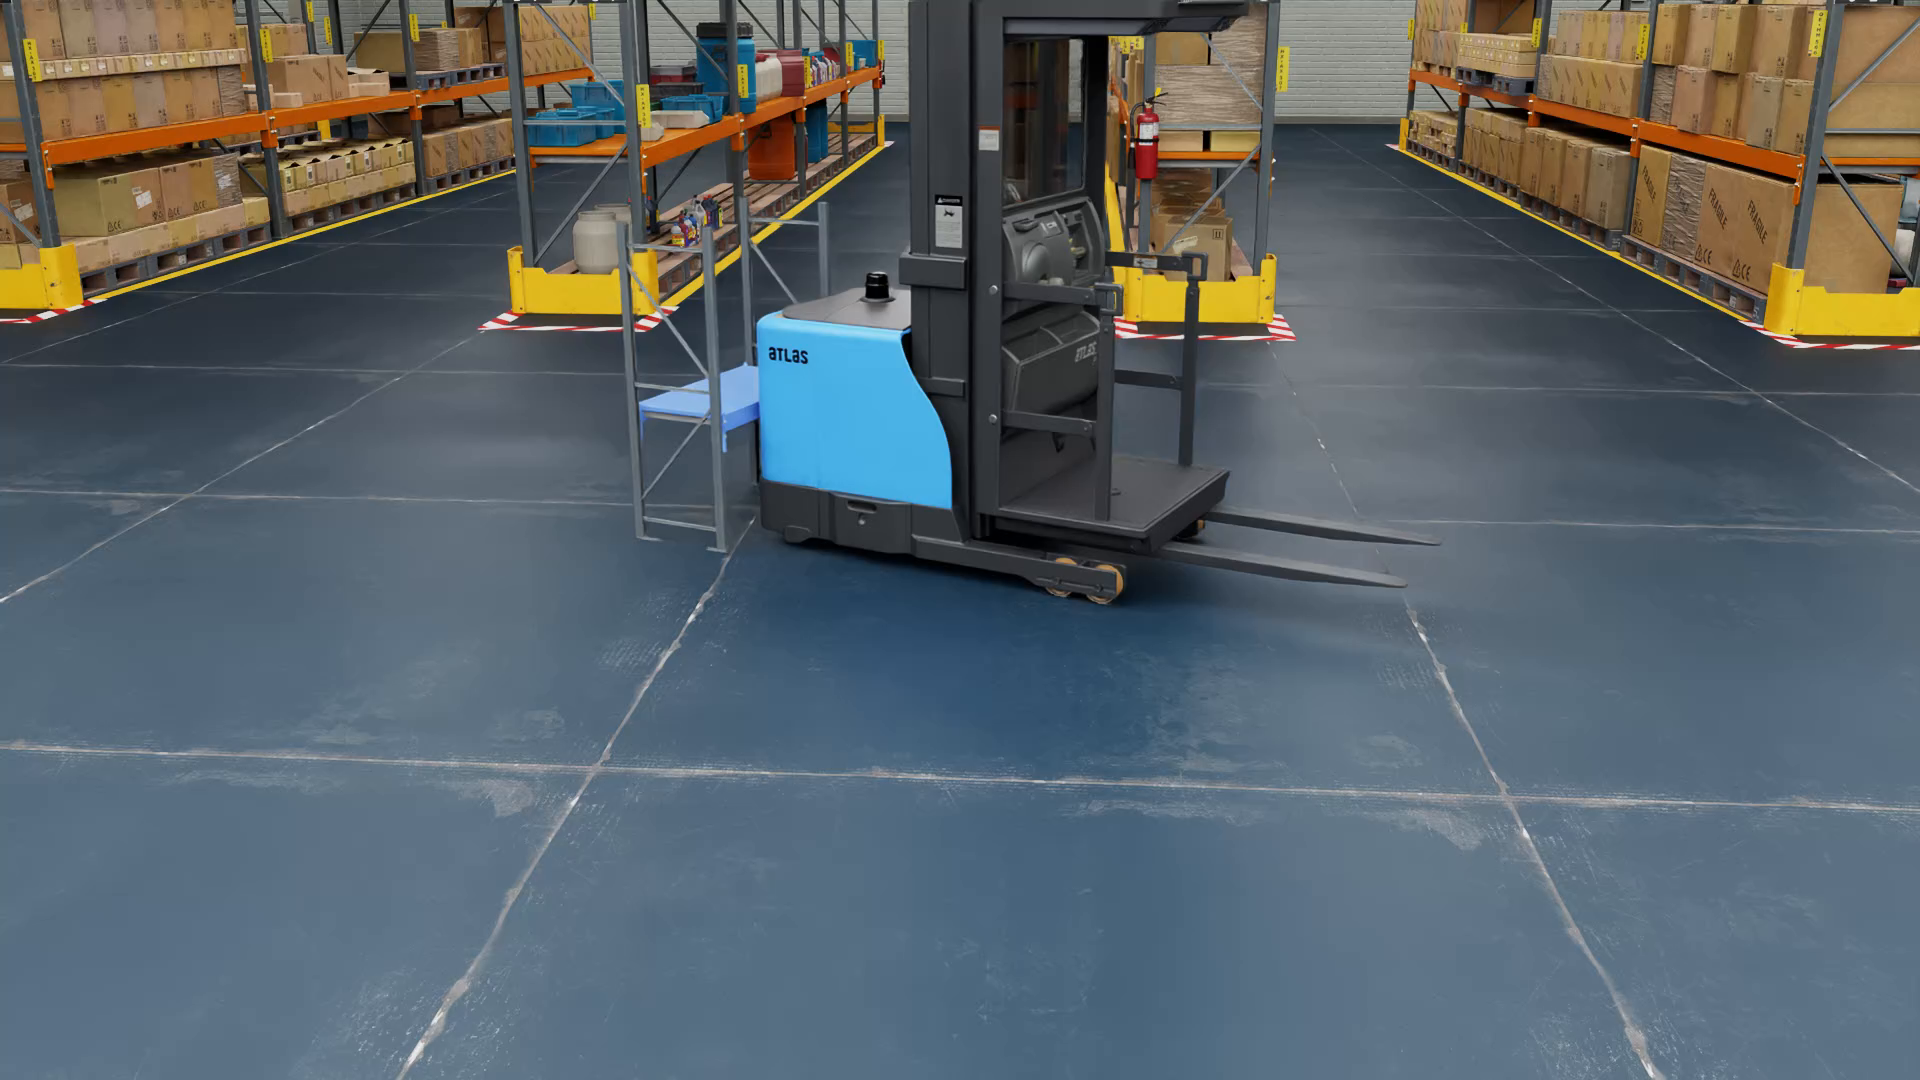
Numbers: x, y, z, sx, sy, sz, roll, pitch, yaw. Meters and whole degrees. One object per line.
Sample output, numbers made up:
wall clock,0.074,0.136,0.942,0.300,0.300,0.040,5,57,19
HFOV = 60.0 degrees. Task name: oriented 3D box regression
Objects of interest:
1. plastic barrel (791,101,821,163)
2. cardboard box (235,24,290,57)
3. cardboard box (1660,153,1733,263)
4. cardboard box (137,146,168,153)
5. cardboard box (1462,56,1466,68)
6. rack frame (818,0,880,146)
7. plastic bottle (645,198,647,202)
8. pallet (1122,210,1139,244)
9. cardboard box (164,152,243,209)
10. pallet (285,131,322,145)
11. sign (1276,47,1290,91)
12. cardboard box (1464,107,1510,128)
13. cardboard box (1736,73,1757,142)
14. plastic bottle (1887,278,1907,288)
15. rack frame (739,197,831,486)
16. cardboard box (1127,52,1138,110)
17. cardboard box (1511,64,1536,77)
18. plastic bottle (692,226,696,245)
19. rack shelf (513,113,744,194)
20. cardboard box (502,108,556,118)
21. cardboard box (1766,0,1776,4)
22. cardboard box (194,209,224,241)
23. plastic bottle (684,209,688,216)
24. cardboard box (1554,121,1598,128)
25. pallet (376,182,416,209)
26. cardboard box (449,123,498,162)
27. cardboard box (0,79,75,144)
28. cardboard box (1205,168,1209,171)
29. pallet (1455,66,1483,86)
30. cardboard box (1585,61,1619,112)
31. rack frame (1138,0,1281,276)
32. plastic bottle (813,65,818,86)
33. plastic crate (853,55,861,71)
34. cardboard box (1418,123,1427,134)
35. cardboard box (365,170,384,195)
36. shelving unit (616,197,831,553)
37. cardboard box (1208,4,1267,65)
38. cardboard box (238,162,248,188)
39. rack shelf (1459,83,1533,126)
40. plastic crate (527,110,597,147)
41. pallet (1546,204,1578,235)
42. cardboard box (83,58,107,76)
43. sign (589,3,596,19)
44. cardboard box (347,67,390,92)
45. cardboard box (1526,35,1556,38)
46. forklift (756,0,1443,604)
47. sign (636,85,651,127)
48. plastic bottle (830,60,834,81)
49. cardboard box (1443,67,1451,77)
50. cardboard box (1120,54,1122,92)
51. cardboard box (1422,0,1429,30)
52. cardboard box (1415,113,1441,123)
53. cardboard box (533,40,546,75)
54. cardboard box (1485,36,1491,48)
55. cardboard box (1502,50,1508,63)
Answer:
plastic barrel,-2.282,-5.834,23.605,0.600,0.901,0.708,1,18,4
cardboard box,-11.837,-8.241,27.774,0.980,0.700,0.700,1,18,3
cardboard box,6.956,-2.998,14.995,0.875,0.875,0.875,1,18,4
cardboard box,-12.034,-5.938,24.006,0.750,0.750,0.750,2,18,6
cardboard box,7.204,-6.649,23.126,0.380,0.149,0.250,2,18,5
rack frame,-1.888,-8.262,28.320,1.000,3.000,0.127,1,18,4
plastic bottle,-3.209,-3.358,17.030,0.097,0.271,0.097,0,18,0
pallet,2.246,-3.341,17.781,1.003,0.211,1.213,1,18,4
cardboard box,-7.551,-3.592,16.606,0.500,0.500,0.500,1,18,4
pallet,-11.749,-6.908,28.666,1.003,0.211,1.213,1,18,4
sign,2.446,-3.582,12.646,0.100,0.325,0.005,1,18,4
cardboard box,7.389,-5.912,23.282,0.500,0.250,0.500,0,18,1
cardboard box,7.009,-3.570,13.760,0.875,0.550,0.550,1,18,4
plastic bottle,8.422,-2.295,14.829,0.283,0.061,0.133,-5,19,-15
rack frame,-0.877,-0.975,8.488,0.500,1.500,0.032,8,20,24
cardboard box,2.027,-4.321,15.653,0.875,0.500,0.500,1,18,4
cardboard box,6.995,-5.768,20.439,0.380,0.149,0.250,2,18,5
plastic bottle,-2.556,-2.897,15.733,0.097,0.201,0.097,0,18,0
rack shelf,-2.892,-3.572,15.163,1.077,0.370,4.000,1,18,4
cardboard box,-6.986,-6.738,26.971,0.797,0.503,0.637,1,18,4
cardboard box,12.482,-8.176,25.251,0.380,0.149,0.250,1,18,3
cardboard box,-7.571,-3.080,16.247,0.500,0.250,0.500,1,18,4
plastic bottle,-2.648,-3.081,16.165,0.061,0.283,0.133,1,18,4
cardboard box,7.709,-5.102,20.811,0.500,0.250,0.500,0,18,1
pallet,-7.500,-4.309,20.735,1.003,0.211,1.213,1,18,4
cardboard box,-6.945,-5.684,23.760,0.500,0.500,0.500,2,18,5
cardboard box,-7.929,-3.597,13.922,0.700,0.500,0.500,1,18,4
cardboard box,2.310,-3.784,17.961,0.700,0.500,0.500,1,18,4
pallet,7.505,-6.442,23.073,1.003,0.211,1.213,1,18,4
cardboard box,6.975,-4.812,17.630,0.500,0.500,0.500,1,18,4
rack frame,1.905,-3.182,12.817,1.000,3.000,0.127,1,18,4
plastic bottle,-2.009,-6.276,22.459,0.152,0.276,0.135,1,18,4
plastic crate,-1.780,-7.567,26.373,0.416,0.233,0.300,1,18,4
cardboard box,7.567,-6.600,26.673,0.380,0.149,0.250,2,18,6
cardboard box,-7.269,-4.297,19.961,0.500,0.250,0.500,2,18,5
shelving unit,-1.095,-0.832,8.052,0.538,1.500,1.048,8,20,24
cardboard box,2.216,-4.011,13.103,0.500,0.500,0.500,1,18,4
cardboard box,-7.946,-3.938,17.966,0.500,0.311,0.500,1,18,4
rack shelf,7.562,-5.804,21.974,1.077,0.370,4.000,1,18,4
plastic crate,-3.298,-3.384,13.673,0.499,0.251,0.616,1,18,4
pallet,7.197,-3.579,18.505,1.003,0.211,1.213,1,18,4
cardboard box,-7.677,-4.115,14.462,0.380,0.149,0.250,1,18,3
sign,-6.276,-9.056,28.375,0.100,0.325,0.005,1,18,4
cardboard box,-7.472,-5.735,20.751,0.500,0.311,0.500,2,18,7
cardboard box,7.793,-6.679,22.264,0.380,0.149,0.250,1,18,2
forklift,0.598,-1.309,7.210,3.031,2.935,1.130,9,20,26
sign,-2.487,-3.411,13.070,0.100,0.325,0.005,1,18,4
plastic bottle,-1.852,-6.762,23.929,0.061,0.283,0.133,1,18,4
cardboard box,7.513,-7.070,25.087,0.380,0.149,0.250,1,18,2
cardboard box,2.267,-5.873,20.869,0.500,0.500,0.500,2,18,6
cardboard box,7.665,-8.383,26.445,0.500,0.500,0.500,2,18,6
cardboard box,7.570,-6.818,26.862,0.380,0.149,0.250,1,18,4
cardboard box,-6.773,-7.490,25.804,0.500,0.500,0.500,2,18,5
cardboard box,7.111,-6.532,21.815,0.380,0.149,0.250,2,18,6
cardboard box,7.033,-6.075,20.896,0.380,0.149,0.250,2,18,5
